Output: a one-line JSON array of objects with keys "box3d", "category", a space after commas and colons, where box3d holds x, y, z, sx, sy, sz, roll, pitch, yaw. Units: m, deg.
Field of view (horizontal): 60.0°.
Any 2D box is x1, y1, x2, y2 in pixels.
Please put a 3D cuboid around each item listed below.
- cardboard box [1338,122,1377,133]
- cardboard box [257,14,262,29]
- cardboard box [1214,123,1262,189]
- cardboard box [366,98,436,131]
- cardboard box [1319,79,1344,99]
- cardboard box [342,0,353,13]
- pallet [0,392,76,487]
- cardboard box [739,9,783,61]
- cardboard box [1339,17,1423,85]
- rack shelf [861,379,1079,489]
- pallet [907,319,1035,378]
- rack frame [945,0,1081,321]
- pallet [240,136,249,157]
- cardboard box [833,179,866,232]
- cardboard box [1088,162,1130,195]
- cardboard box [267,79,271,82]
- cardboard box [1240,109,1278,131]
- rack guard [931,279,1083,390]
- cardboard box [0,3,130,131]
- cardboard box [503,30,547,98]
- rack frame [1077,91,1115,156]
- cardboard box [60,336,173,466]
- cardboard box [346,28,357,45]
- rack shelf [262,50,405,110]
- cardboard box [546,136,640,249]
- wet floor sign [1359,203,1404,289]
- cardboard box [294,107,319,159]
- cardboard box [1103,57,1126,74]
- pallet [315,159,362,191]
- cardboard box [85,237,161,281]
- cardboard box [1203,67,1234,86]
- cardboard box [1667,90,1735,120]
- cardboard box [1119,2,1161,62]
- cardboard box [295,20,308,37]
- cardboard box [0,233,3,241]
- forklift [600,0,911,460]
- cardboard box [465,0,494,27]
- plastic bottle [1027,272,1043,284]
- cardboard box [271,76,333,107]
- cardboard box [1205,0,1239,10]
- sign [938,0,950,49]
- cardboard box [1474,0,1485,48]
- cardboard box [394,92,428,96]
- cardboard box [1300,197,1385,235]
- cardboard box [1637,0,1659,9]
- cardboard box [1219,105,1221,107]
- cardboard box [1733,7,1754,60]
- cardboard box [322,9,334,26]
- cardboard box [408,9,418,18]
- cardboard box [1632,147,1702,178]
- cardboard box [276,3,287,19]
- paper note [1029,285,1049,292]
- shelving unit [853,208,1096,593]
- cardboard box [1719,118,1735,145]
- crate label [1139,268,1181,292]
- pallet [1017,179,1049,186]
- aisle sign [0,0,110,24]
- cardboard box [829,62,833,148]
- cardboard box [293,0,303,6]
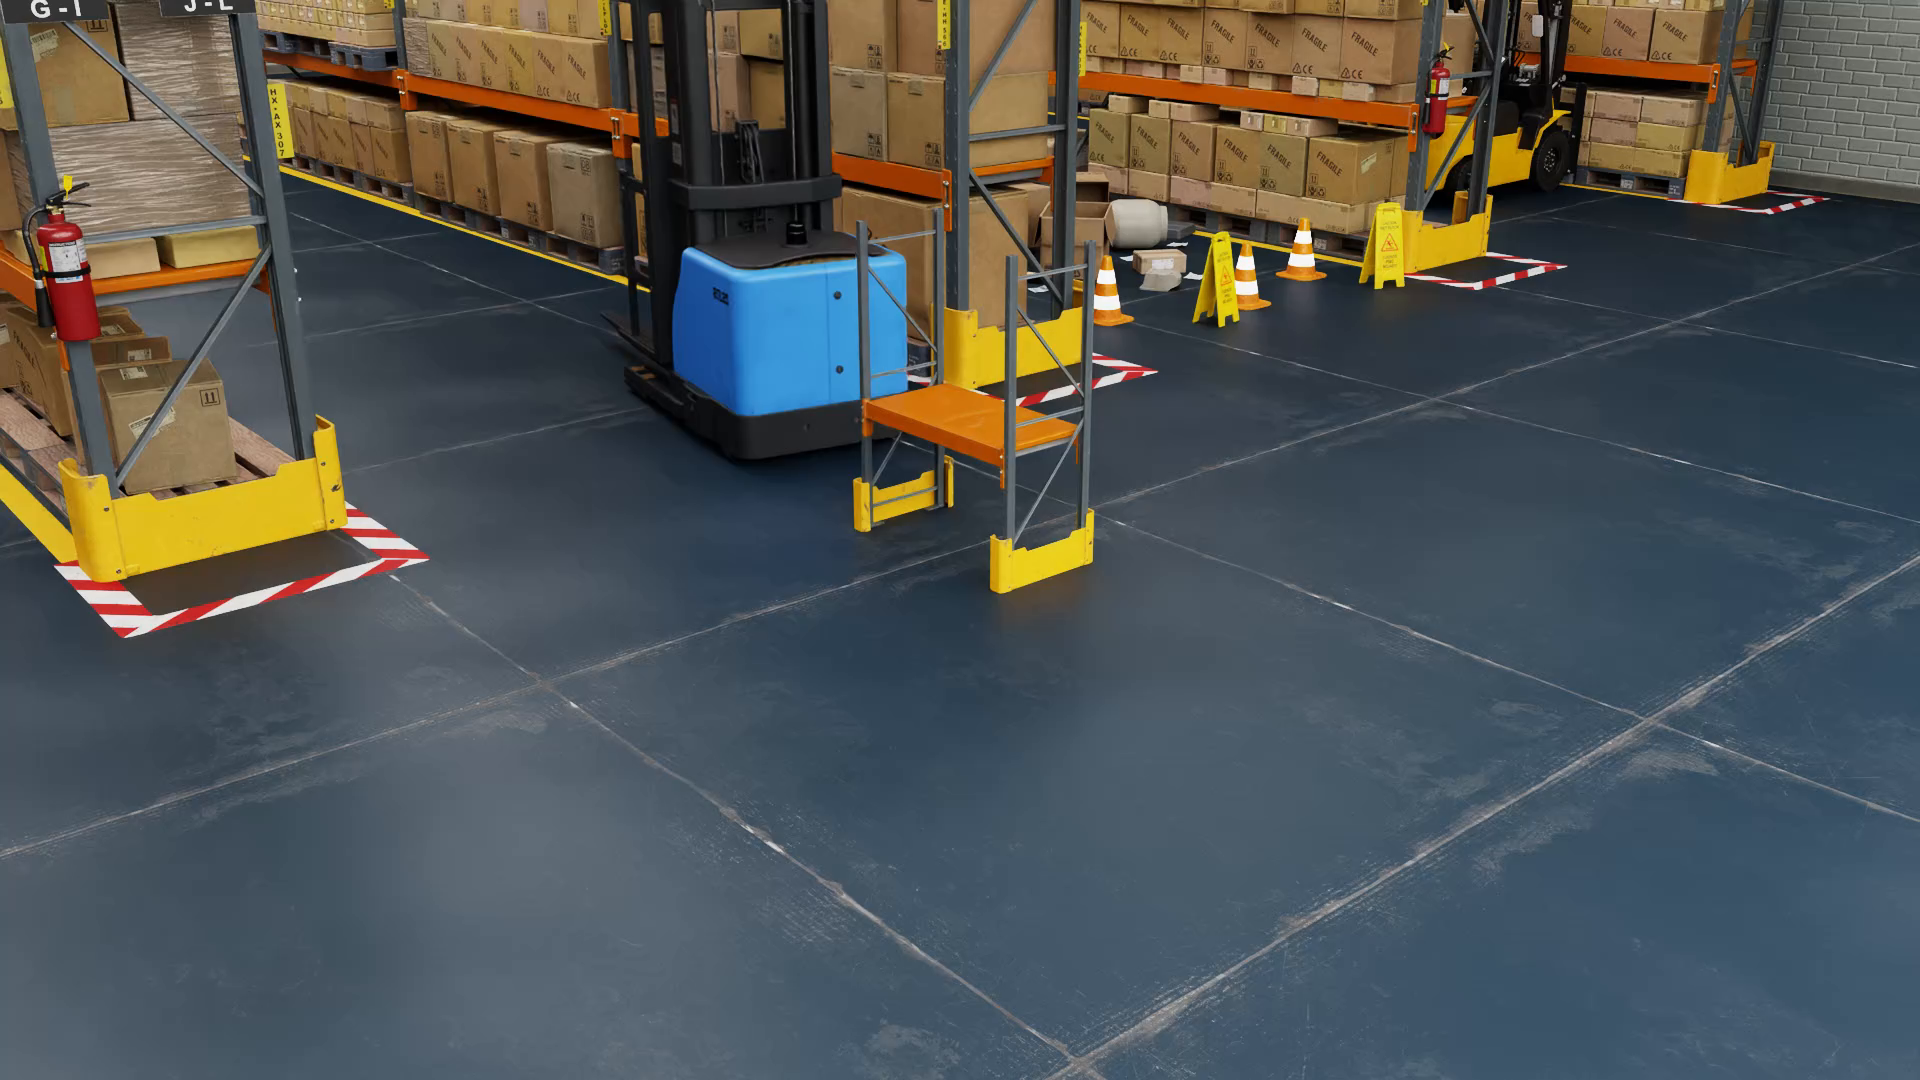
[{"box3d": [3.336, -3.422, 14.774, 0.500, 0.500, 0.500, -19, 28, -39], "category": "cardboard box"}, {"box3d": [-7.410, -5.613, 17.971, 0.380, 0.149, 0.250, -17, 27, -37], "category": "cardboard box"}, {"box3d": [2.626, -3.427, 14.788, 0.500, 0.500, 0.500, -18, 28, -39], "category": "cardboard box"}, {"box3d": [-5.538, -4.230, 16.495, 0.500, 0.250, 0.500, -18, 28, -39], "category": "cardboard box"}, {"box3d": [3.207, -3.774, 13.851, 0.380, 0.149, 0.250, -18, 28, -38], "category": "cardboard box"}, {"box3d": [-5.722, -5.175, 16.036, 0.380, 0.149, 0.250, -18, 28, -38], "category": "cardboard box"}, {"box3d": [-4.839, -0.652, 9.360, 1.003, 0.211, 1.213, -17, 27, -37], "category": "pallet"}, {"box3d": [-1.020, -3.630, 11.452, 0.875, 0.550, 0.500, -17, 27, -37], "category": "cardboard box"}, {"box3d": [3.450, -3.989, 13.509, 0.500, 0.500, 0.500, -18, 28, -38], "category": "cardboard box"}, {"box3d": [0.056, -0.507, 7.716, 0.538, 0.185, 1.000, -17, 27, -37], "category": "rack shelf"}, {"box3d": [-0.252, -1.417, 11.312, 1.003, 0.211, 1.213, -17, 27, -37], "category": "pallet"}, {"box3d": [0.329, -2.513, 10.287, 1.000, 3.000, 0.127, -17, 27, -37], "category": "rack frame"}, {"box3d": [-7.969, -4.707, 19.712, 1.003, 0.211, 1.213, -17, 27, -37], "category": "pallet"}, {"box3d": [-0.739, -2.133, 11.655, 0.875, 0.875, 0.875, -18, 28, -38], "category": "cardboard box"}, {"box3d": [1.583, -3.512, 16.033, 0.500, 0.250, 0.500, -19, 28, -40], "category": "cardboard box"}, {"box3d": [-8.853, -5.721, 20.994, 0.380, 0.149, 0.250, -16, 27, -36], "category": "cardboard box"}, {"box3d": [2.670, -3.674, 14.527, 0.380, 0.149, 0.250, -16, 27, -35], "category": "cardboard box"}, {"box3d": [0.345, -1.342, 10.725, 1.175, 0.500, 0.348, -17, 27, -37], "category": "rack guard"}, {"box3d": [-4.040, -2.104, 7.326, 0.500, 0.500, 0.500, -17, 27, -37], "category": "cardboard box"}, {"box3d": [-3.485, -4.024, 14.008, 0.500, 0.500, 0.500, -17, 27, -37], "category": "cardboard box"}, {"box3d": [1.402, -4.824, 16.188, 1.000, 3.000, 0.127, -17, 27, -37], "category": "rack frame"}, {"box3d": [-4.305, -0.725, 8.574, 0.500, 0.500, 0.500, -10, 23, -24], "category": "cardboard box"}, {"box3d": [-5.724, -4.898, 16.144, 0.380, 0.149, 0.250, -18, 27, -38], "category": "cardboard box"}, {"box3d": [-6.198, -4.941, 17.472, 1.077, 0.370, 4.000, -17, 27, -37], "category": "rack shelf"}, {"box3d": [-2.755, -2.916, 13.825, 1.050, 0.750, 0.750, -18, 27, -38], "category": "cardboard box"}, {"box3d": [3.327, -2.316, 13.011, 0.267, 0.644, 0.232, -8, 23, -19], "category": "wet floor sign"}, {"box3d": [-6.876, -4.447, 18.076, 0.500, 0.500, 0.500, -16, 26, -35], "category": "cardboard box"}, {"box3d": [1.569, -4.486, 15.670, 0.380, 0.149, 0.250, -16, 27, -36], "category": "cardboard box"}, {"box3d": [-6.194, -3.978, 17.851, 1.003, 0.211, 1.213, -17, 27, -37], "category": "pallet"}, {"box3d": [-3.837, -1.273, 7.465, 0.380, 0.149, 0.250, -17, 27, -37], "category": "cardboard box"}, {"box3d": [2.379, -4.125, 14.748, 0.380, 0.149, 0.250, -18, 27, -38], "category": "cardboard box"}, {"box3d": [7.601, -4.460, 17.083, 0.500, 0.250, 0.500, -18, 28, -38], "category": "cardboard box"}, {"box3d": [1.824, -4.688, 15.296, 0.500, 0.500, 0.500, -18, 27, -38], "category": "cardboard box"}, {"box3d": [-6.577, -5.259, 17.066, 0.380, 0.149, 0.250, -19, 28, -40], "category": "cardboard box"}, {"box3d": [-4.665, -1.614, 8.336, 0.380, 0.149, 0.250, -17, 27, -37], "category": "cardboard box"}, {"box3d": [-1.427, -2.289, 9.809, 1.130, 2.935, 3.031, -11, 24, -27], "category": "forklift"}, {"box3d": [-3.939, -4.828, 14.690, 0.700, 0.500, 0.500, -18, 28, -38], "category": "cardboard box"}, {"box3d": [0.542, -2.094, 13.248, 0.283, 0.061, 0.133, 12, 24, 27], "category": "plastic bottle"}, {"box3d": [-7.221, -4.942, 18.312, 0.500, 0.250, 0.500, -19, 28, -40], "category": "cardboard box"}, {"box3d": [2.559, -4.888, 14.434, 0.700, 0.500, 0.500, -18, 27, -38], "category": "cardboard box"}, {"box3d": [-0.091, -3.037, 9.712, 0.100, 0.325, 0.005, -17, 27, -37], "category": "sign"}, {"box3d": [5.936, -5.589, 18.004, 0.500, 0.500, 0.500, -18, 28, -38], "category": "cardboard box"}, {"box3d": [-5.490, -4.492, 17.163, 0.500, 0.250, 0.500, -18, 28, -38], "category": "cardboard box"}, {"box3d": [3.266, -2.800, 14.215, 0.500, 0.250, 0.500, -18, 27, -38], "category": "cardboard box"}, {"box3d": [7.020, -5.429, 16.706, 0.380, 0.149, 0.250, -17, 27, -36], "category": "cardboard box"}, {"box3d": [3.379, -5.848, 21.481, 0.875, 0.625, 0.625, -16, 27, -36], "category": "cardboard box"}, {"box3d": [7.658, -5.151, 16.886, 0.500, 0.500, 0.500, -16, 27, -36], "category": "cardboard box"}, {"box3d": [-6.072, -5.183, 16.464, 0.380, 0.149, 0.250, -17, 27, -37], "category": "cardboard box"}, {"box3d": [-5.235, -5.196, 16.498, 0.380, 0.149, 0.250, -16, 26, -35], "category": "cardboard box"}, {"box3d": [7.225, -3.872, 16.950, 0.500, 0.250, 0.500, -17, 27, -37], "category": "cardboard box"}, {"box3d": [-6.908, -5.539, 17.373, 0.380, 0.149, 0.250, -16, 27, -35], "category": "cardboard box"}, {"box3d": [0.619, -1.955, 12.937, 0.144, 0.017, 0.142, -8, 23, -19], "category": "paper note"}, {"box3d": [0.050, -0.677, 7.657, 0.587, 1.500, 1.083, -17, 27, -37], "category": "shelving unit"}, {"box3d": [7.622, -4.229, 17.178, 0.500, 0.250, 0.500, -17, 27, -36], "category": "cardboard box"}, {"box3d": [1.576, -2.042, 13.010, 0.298, 0.136, 0.250, 7, 23, 18], "category": "crate label"}, {"box3d": [0.893, -3.741, 17.245, 1.003, 0.211, 1.213, -17, 27, -37], "category": "pallet"}, {"box3d": [-3.681, -2.482, 6.643, 0.394, 0.787, 0.004, -17, 27, -37], "category": "aisle sign"}, {"box3d": [-0.593, -3.006, 11.339, 0.875, 0.550, 0.550, -17, 27, -37], "category": "cardboard box"}, {"box3d": [-6.572, -5.535, 16.955, 0.380, 0.149, 0.250, -16, 27, -36], "category": "cardboard box"}]
